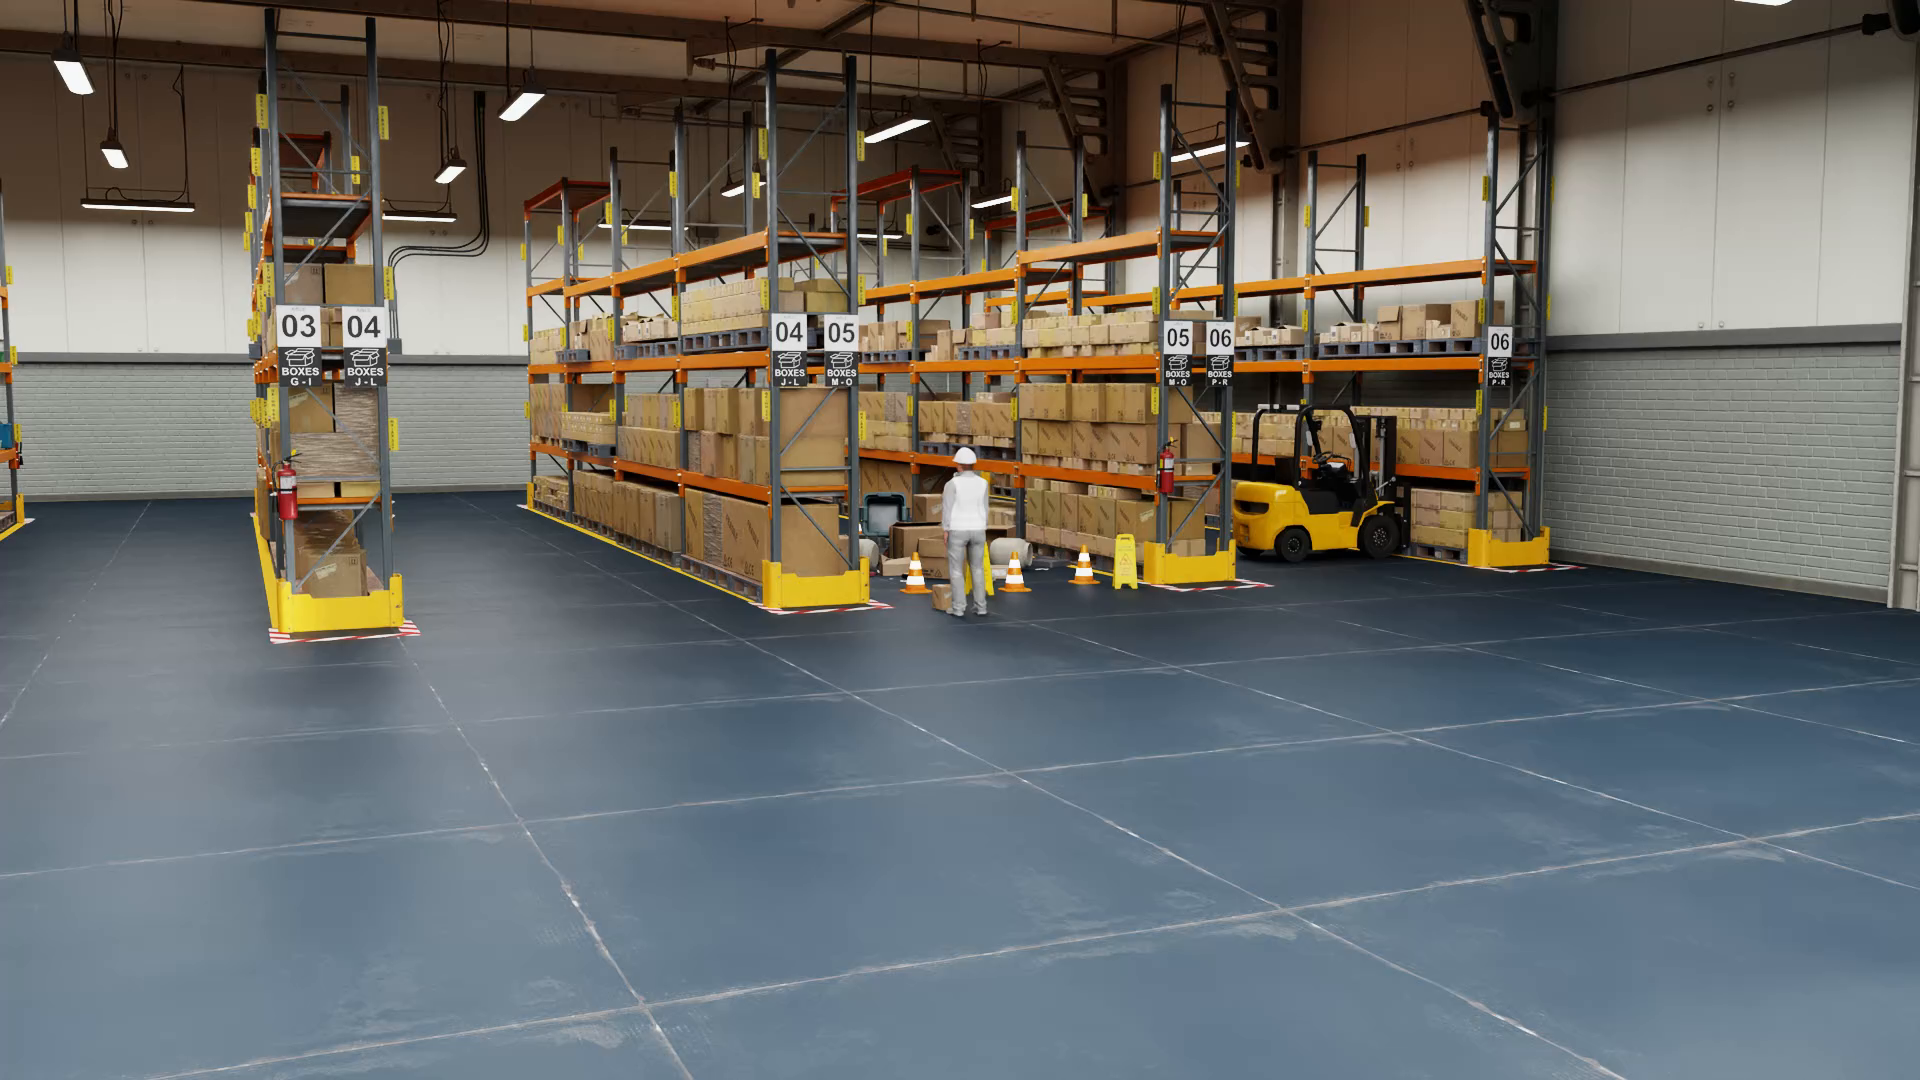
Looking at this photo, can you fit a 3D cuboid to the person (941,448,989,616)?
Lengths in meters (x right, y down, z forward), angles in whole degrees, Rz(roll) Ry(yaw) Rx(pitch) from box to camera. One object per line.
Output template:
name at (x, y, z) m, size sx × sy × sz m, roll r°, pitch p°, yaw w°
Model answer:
person at (0.047, -0.088, 17.606) m, size 0.532 × 1.768 × 0.360 m, roll -2°, pitch 6°, yaw -22°
